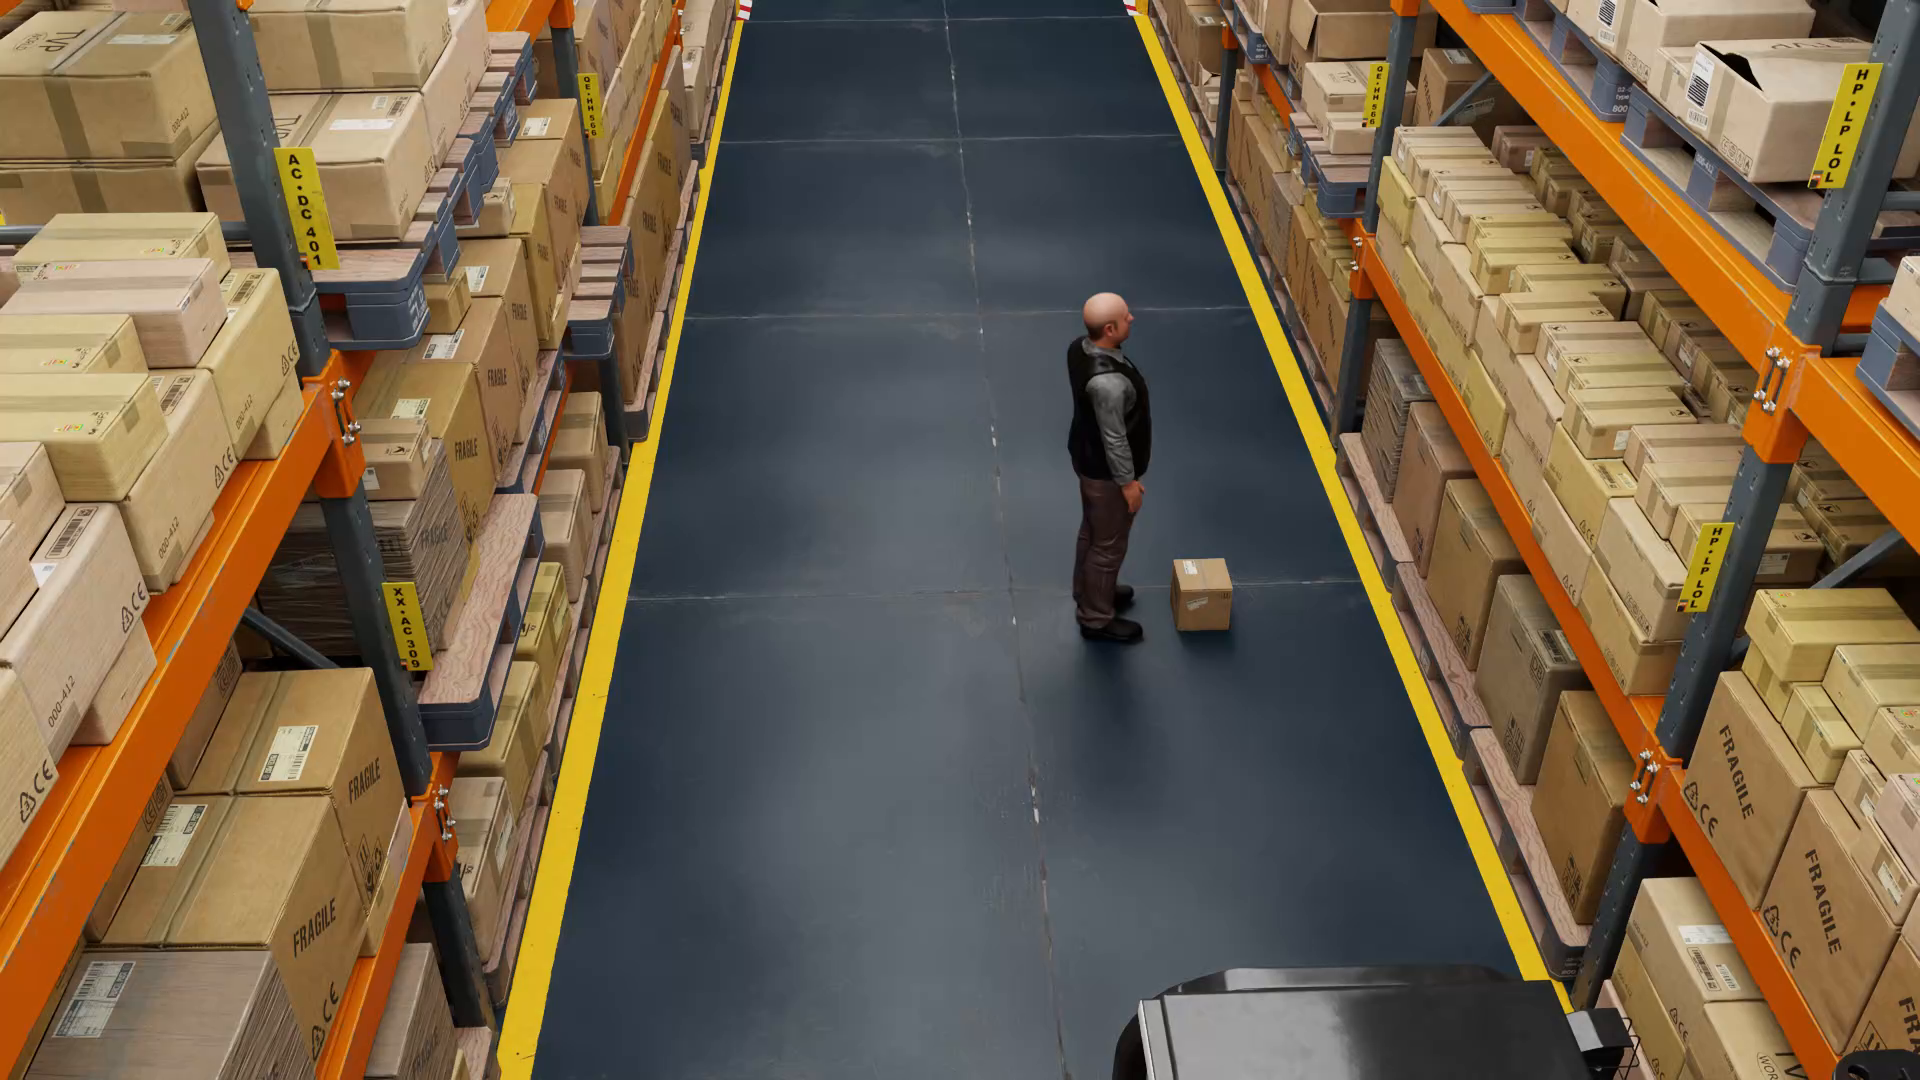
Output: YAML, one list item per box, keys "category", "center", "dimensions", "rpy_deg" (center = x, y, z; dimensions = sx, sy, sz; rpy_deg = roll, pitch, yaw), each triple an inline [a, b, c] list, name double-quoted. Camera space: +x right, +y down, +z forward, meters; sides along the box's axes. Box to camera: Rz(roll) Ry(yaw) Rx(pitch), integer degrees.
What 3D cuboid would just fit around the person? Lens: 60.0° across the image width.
- category: "person"
  center: [0.686, -0.344, 7.629]
  dimensions: [0.387, 1.735, 0.553]
  rpy_deg: [-6, 35, -8]
